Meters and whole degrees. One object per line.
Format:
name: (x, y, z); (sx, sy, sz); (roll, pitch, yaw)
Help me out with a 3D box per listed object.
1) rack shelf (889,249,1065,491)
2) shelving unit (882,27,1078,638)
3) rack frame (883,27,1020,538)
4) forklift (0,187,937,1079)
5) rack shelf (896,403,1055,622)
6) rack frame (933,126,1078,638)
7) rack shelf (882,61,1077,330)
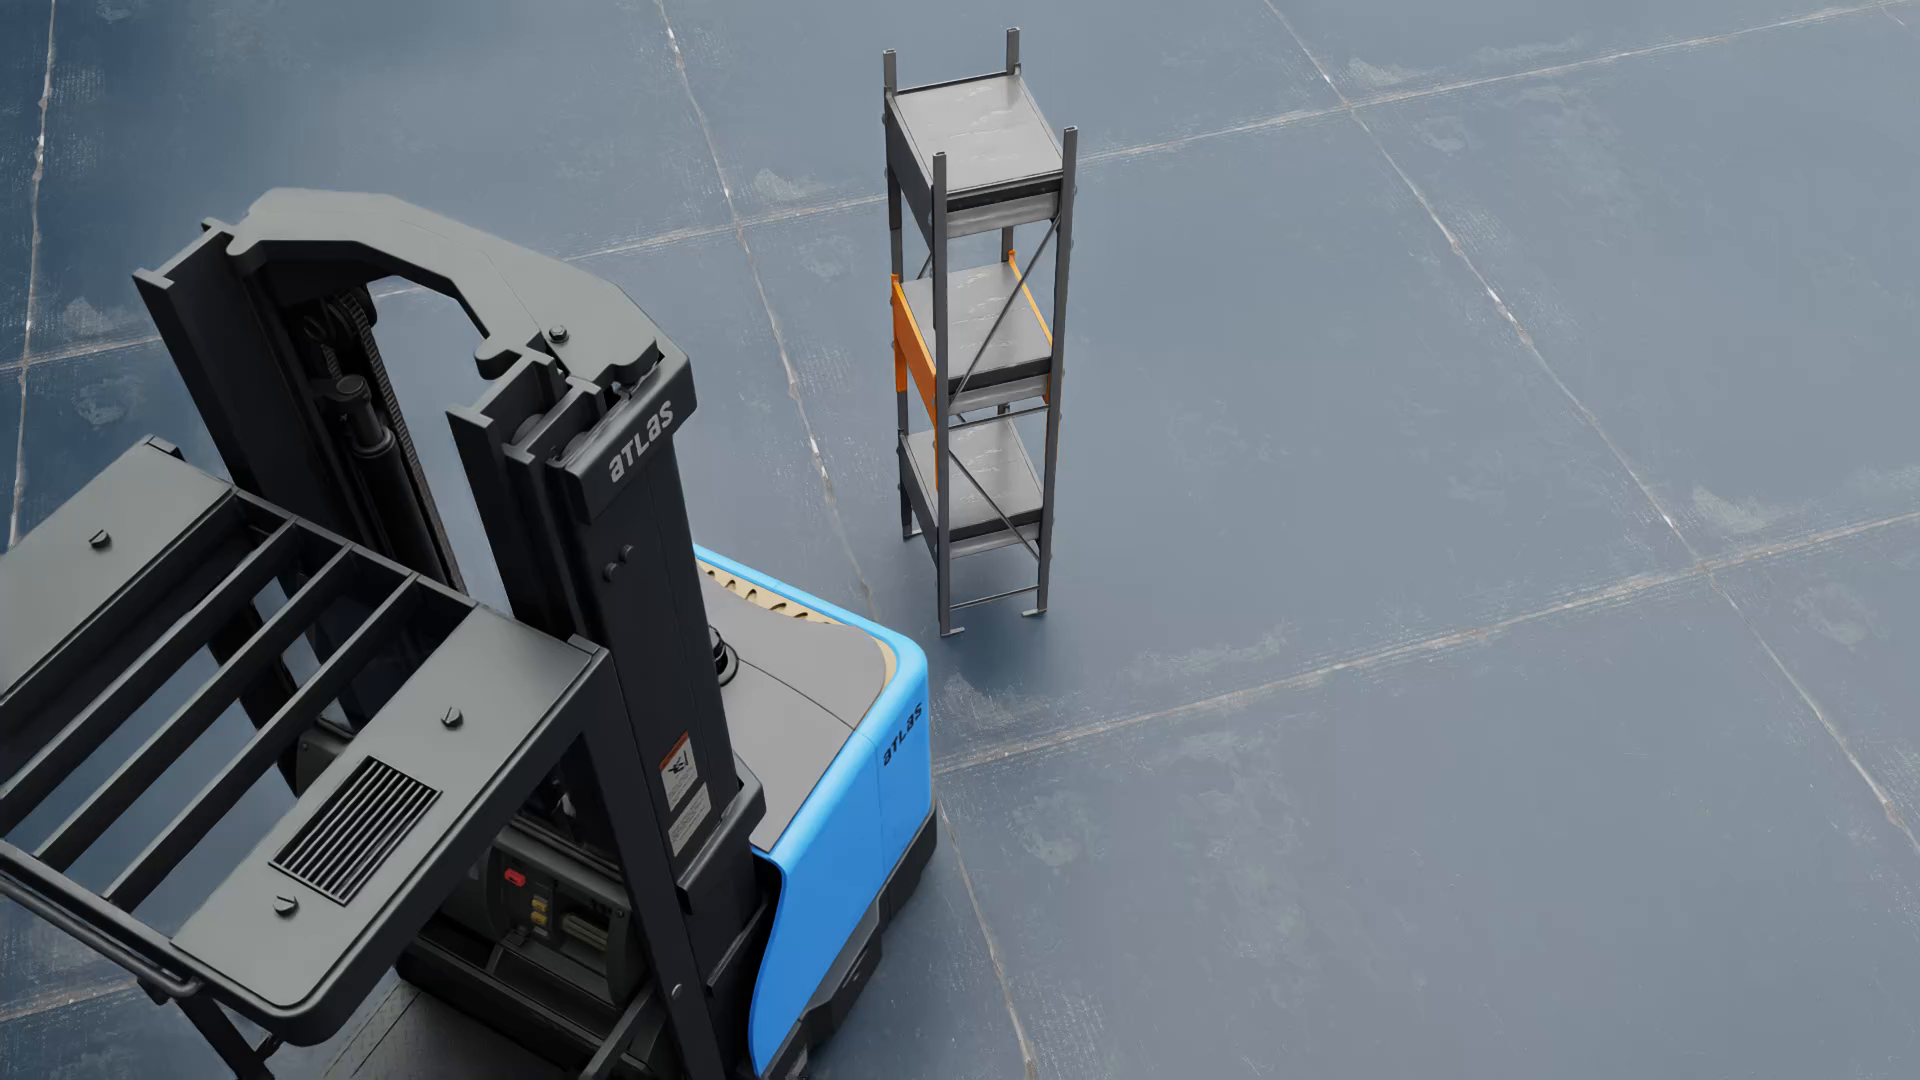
rack shelf: (0.049, -0.547, 5.356); (0.431, 0.518, 0.480); (-13, 51, -11)
shelving unit: (0.049, -0.556, 5.345); (0.431, 2.100, 0.503); (-13, 51, -11)
rack frame: (-0.023, -0.734, 5.496); (0.400, 2.100, 0.015); (-13, 51, -11)
forklift: (-1.219, 0.859, 3.609); (1.130, 2.935, 3.031); (22, 53, 18)
rack shelf: (0.049, -0.096, 5.891); (0.431, 0.518, 0.480); (-13, 51, -11)
rack frame: (0.121, -0.378, 5.195); (0.400, 2.100, 0.015); (-13, 51, -11)
rack shelf: (0.049, -0.998, 4.821); (0.431, 0.518, 0.480); (-13, 51, -11)
